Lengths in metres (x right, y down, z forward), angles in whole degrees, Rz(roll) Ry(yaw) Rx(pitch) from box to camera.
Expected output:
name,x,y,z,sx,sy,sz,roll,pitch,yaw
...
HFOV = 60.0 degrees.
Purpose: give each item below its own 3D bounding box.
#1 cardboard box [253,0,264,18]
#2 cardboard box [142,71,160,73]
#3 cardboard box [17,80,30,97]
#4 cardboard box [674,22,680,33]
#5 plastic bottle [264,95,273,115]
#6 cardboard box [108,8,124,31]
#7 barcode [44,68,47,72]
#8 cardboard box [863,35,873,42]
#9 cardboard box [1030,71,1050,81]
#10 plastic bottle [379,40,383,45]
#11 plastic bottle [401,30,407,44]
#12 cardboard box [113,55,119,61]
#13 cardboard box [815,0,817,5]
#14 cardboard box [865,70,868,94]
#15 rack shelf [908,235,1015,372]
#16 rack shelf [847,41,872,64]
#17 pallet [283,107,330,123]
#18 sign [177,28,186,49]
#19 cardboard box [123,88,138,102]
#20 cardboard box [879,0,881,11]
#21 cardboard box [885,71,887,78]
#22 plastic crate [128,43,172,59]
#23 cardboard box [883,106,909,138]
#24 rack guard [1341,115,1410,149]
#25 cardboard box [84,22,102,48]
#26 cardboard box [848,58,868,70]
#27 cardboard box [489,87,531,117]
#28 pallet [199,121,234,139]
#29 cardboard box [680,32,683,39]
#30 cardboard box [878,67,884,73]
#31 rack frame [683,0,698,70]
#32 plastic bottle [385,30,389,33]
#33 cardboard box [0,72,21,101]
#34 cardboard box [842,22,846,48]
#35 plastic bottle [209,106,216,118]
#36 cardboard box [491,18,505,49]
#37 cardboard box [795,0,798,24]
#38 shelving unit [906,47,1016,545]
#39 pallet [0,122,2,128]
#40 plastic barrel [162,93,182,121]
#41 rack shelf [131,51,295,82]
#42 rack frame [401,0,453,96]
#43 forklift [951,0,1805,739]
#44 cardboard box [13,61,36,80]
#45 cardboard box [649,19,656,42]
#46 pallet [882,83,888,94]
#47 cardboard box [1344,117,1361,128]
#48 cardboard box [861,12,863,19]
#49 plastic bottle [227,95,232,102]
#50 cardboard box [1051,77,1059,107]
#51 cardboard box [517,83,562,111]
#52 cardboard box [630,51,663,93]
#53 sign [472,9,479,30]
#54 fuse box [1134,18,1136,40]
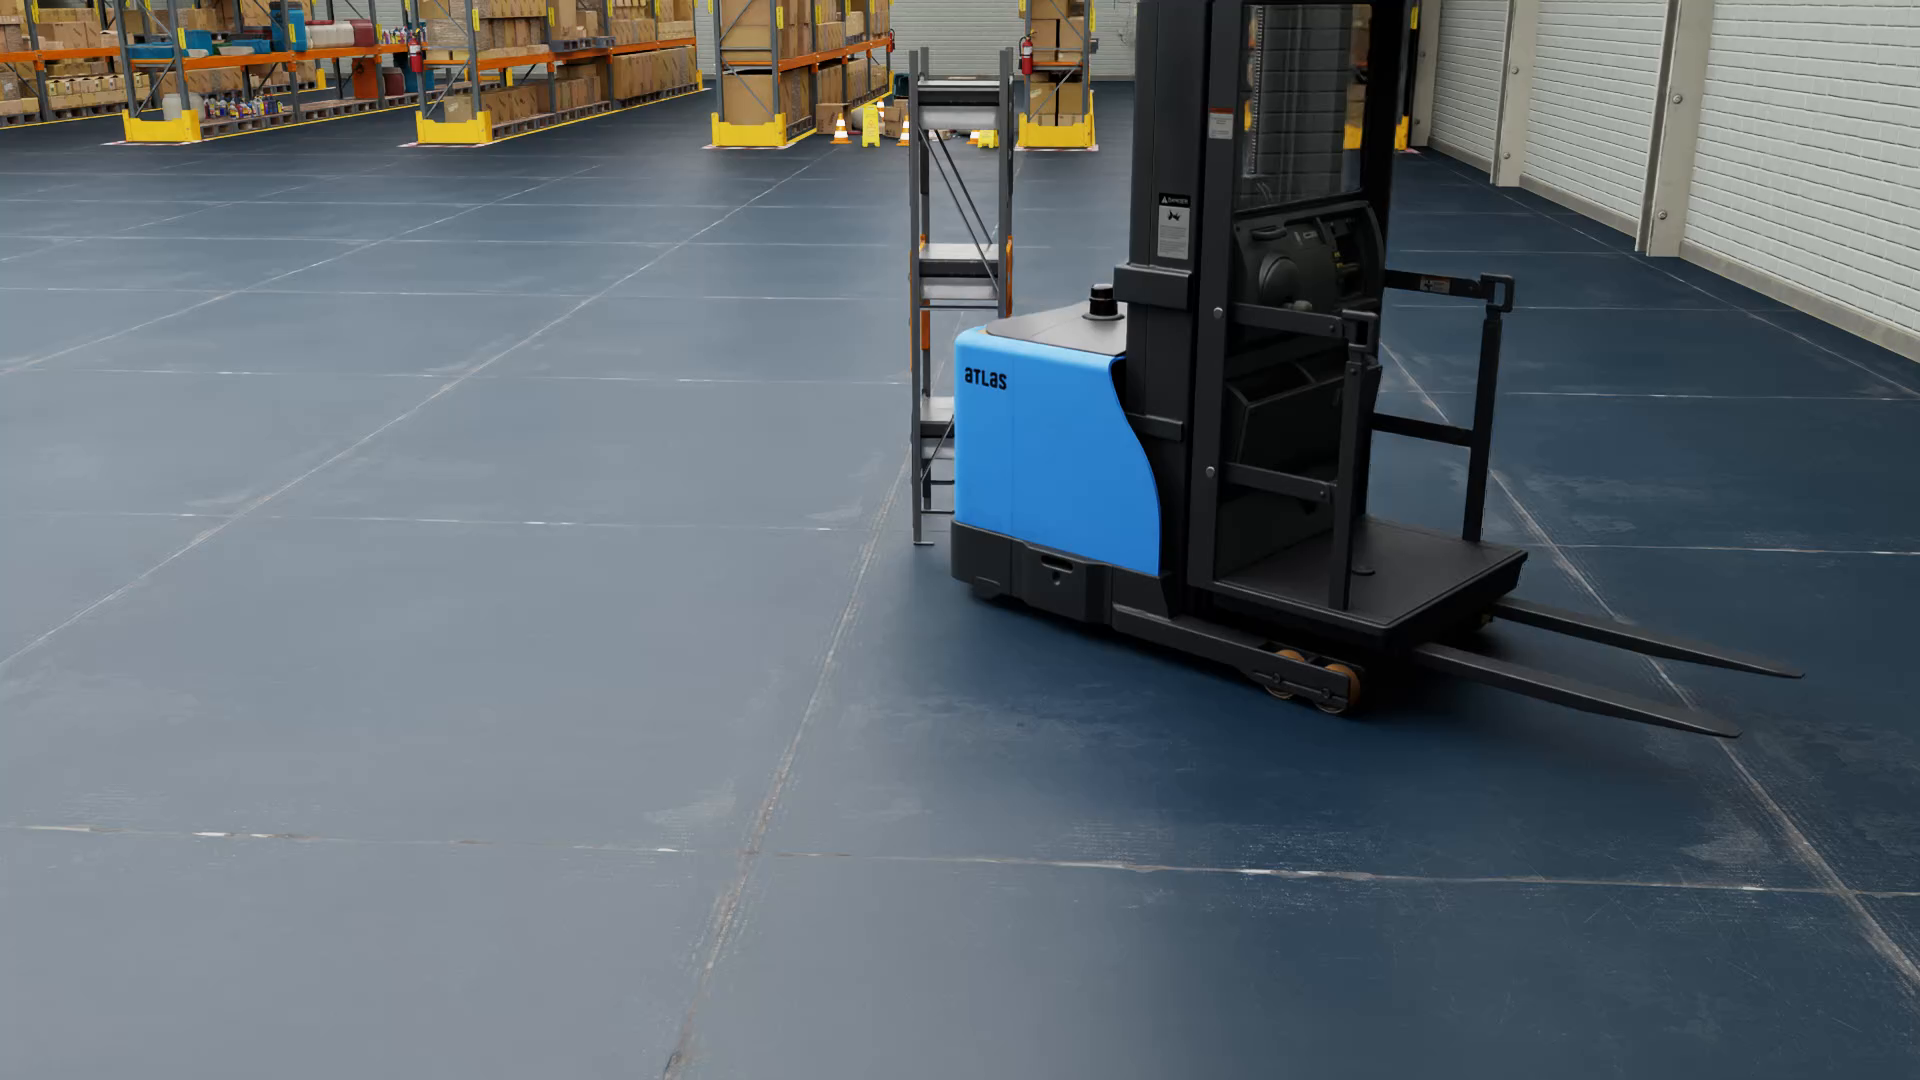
name,x,y,z,sx,sy,sz,roll,pitch,yaw
cardboard box,-17.020,-12.758,39.774,0.500,0.500,0.500,1,18,2
cardboard box,-17.824,-10.009,36.461,0.500,0.500,0.500,2,18,6
cardboard box,-18.201,-8.742,32.125,0.500,0.311,0.500,1,18,4
cardboard box,-7.080,-12.391,40.184,0.500,0.250,0.500,1,18,4
plastic bottle,-12.776,-8.023,30.637,0.144,0.351,0.185,0,18,1
cardboard box,-22.052,-13.270,42.624,0.980,0.700,0.700,2,18,6
barcode,-17.511,-8.998,31.831,0.001,0.075,0.075,1,18,4
cardboard box,-2.203,-11.532,38.202,0.380,0.149,0.250,2,18,6
cardboard box,1.291,-7.692,27.576,0.380,0.149,0.250,2,18,6
plastic bottle,-12.364,-10.649,35.304,0.152,0.276,0.135,1,18,4
plastic bottle,-12.264,-11.080,36.619,0.152,0.276,0.135,1,18,4
cardboard box,-21.803,-12.343,42.573,0.380,0.149,0.250,1,18,3
cardboard box,-3.059,-9.923,31.122,0.700,0.500,0.500,1,18,3
cardboard box,-2.352,-10.347,37.522,0.500,0.500,0.500,1,18,3
rack shelf,0.012,-1.036,7.257,0.431,0.518,0.480,1,18,4
rack shelf,-2.693,-10.607,36.133,1.077,0.370,4.000,1,18,4
pallet,-12.986,-8.258,32.286,1.003,0.211,1.213,1,18,4
sign,-12.742,-8.214,27.229,0.100,0.325,0.005,1,18,4
cardboard box,-17.485,-9.256,34.596,0.500,0.250,0.500,1,18,3
cardboard box,-2.147,-12.846,39.565,0.500,0.500,0.500,1,18,2
cardboard box,-2.017,-11.629,41.521,0.380,0.149,0.250,1,18,2
plastic crate,-13.553,-8.188,27.832,0.499,0.251,0.616,1,18,4
cardboard box,-0.865,-7.180,28.527,0.797,0.503,0.637,-13,22,-34
rack guard,6.484,-6.459,26.333,1.175,0.500,0.348,1,18,4
cardboard box,-17.761,-10.219,33.631,0.500,0.500,0.500,0,18,1
cardboard box,-2.351,-10.701,37.401,0.500,0.250,0.500,1,18,2
cardboard box,-8.166,-7.938,30.172,0.500,0.500,0.500,7,20,21
pallet,-13.268,-7.048,28.593,1.003,0.211,1.213,1,18,4
cardboard box,-6.990,-12.320,40.607,0.380,0.149,0.250,1,18,4
cardboard box,-2.061,-11.446,40.487,0.380,0.149,0.250,2,18,6
rack frame,-7.203,-12.955,42.142,1.000,3.000,0.127,1,18,4
plastic bottle,-12.910,-11.341,37.417,0.152,0.276,0.135,1,18,4
cardboard box,-17.807,-8.396,30.765,0.500,0.500,0.500,1,18,4
cardboard box,-2.601,-10.230,33.665,0.500,0.500,0.500,1,18,4
plastic bottle,-13.415,-7.679,29.829,0.097,0.201,0.097,0,18,0
cardboard box,-8.288,-8.657,28.387,0.875,0.500,0.500,1,18,4
cardboard box,-3.284,-9.218,28.764,0.875,0.550,0.550,1,18,4
shelving unit,0.012,-1.049,7.253,0.431,2.100,0.503,1,18,4
pallet,-18.128,-7.499,29.970,1.003,0.211,1.213,1,18,4
plastic barrel,-13.320,-7.320,28.265,0.421,0.512,0.421,0,18,0
rack shelf,-13.147,-8.375,29.322,1.077,0.370,4.000,1,18,4
rack frame,-12.430,-11.823,38.688,1.000,3.000,0.127,1,18,4
forklift,1.396,-0.989,5.734,3.031,2.935,1.130,16,24,39
cardboard box,-22.229,-11.017,39.007,0.750,0.750,0.750,1,18,5
cardboard box,-7.251,-11.609,37.873,0.500,0.500,0.500,1,18,4
pallet,-2.362,-11.212,41.303,1.003,0.211,1.213,1,18,4
cardboard box,6.204,-6.701,26.796,0.500,0.250,0.500,1,18,4
cardboard box,-2.384,-11.804,37.404,0.380,0.149,0.250,2,18,6
plastic bottle,-13.476,-8.047,30.712,0.144,0.351,0.185,2,18,5
cardboard box,1.444,-7.751,28.798,0.500,0.500,0.500,2,18,7
cardboard box,-7.998,-8.439,31.669,0.700,0.500,0.500,0,18,0
cardboard box,-7.516,-10.703,38.008,1.225,0.875,0.875,1,18,4
sign,-7.809,-8.385,26.805,0.100,0.325,0.005,1,18,4
fuse box,5.147,-13.781,46.732,0.539,1.711,0.414,1,18,4
